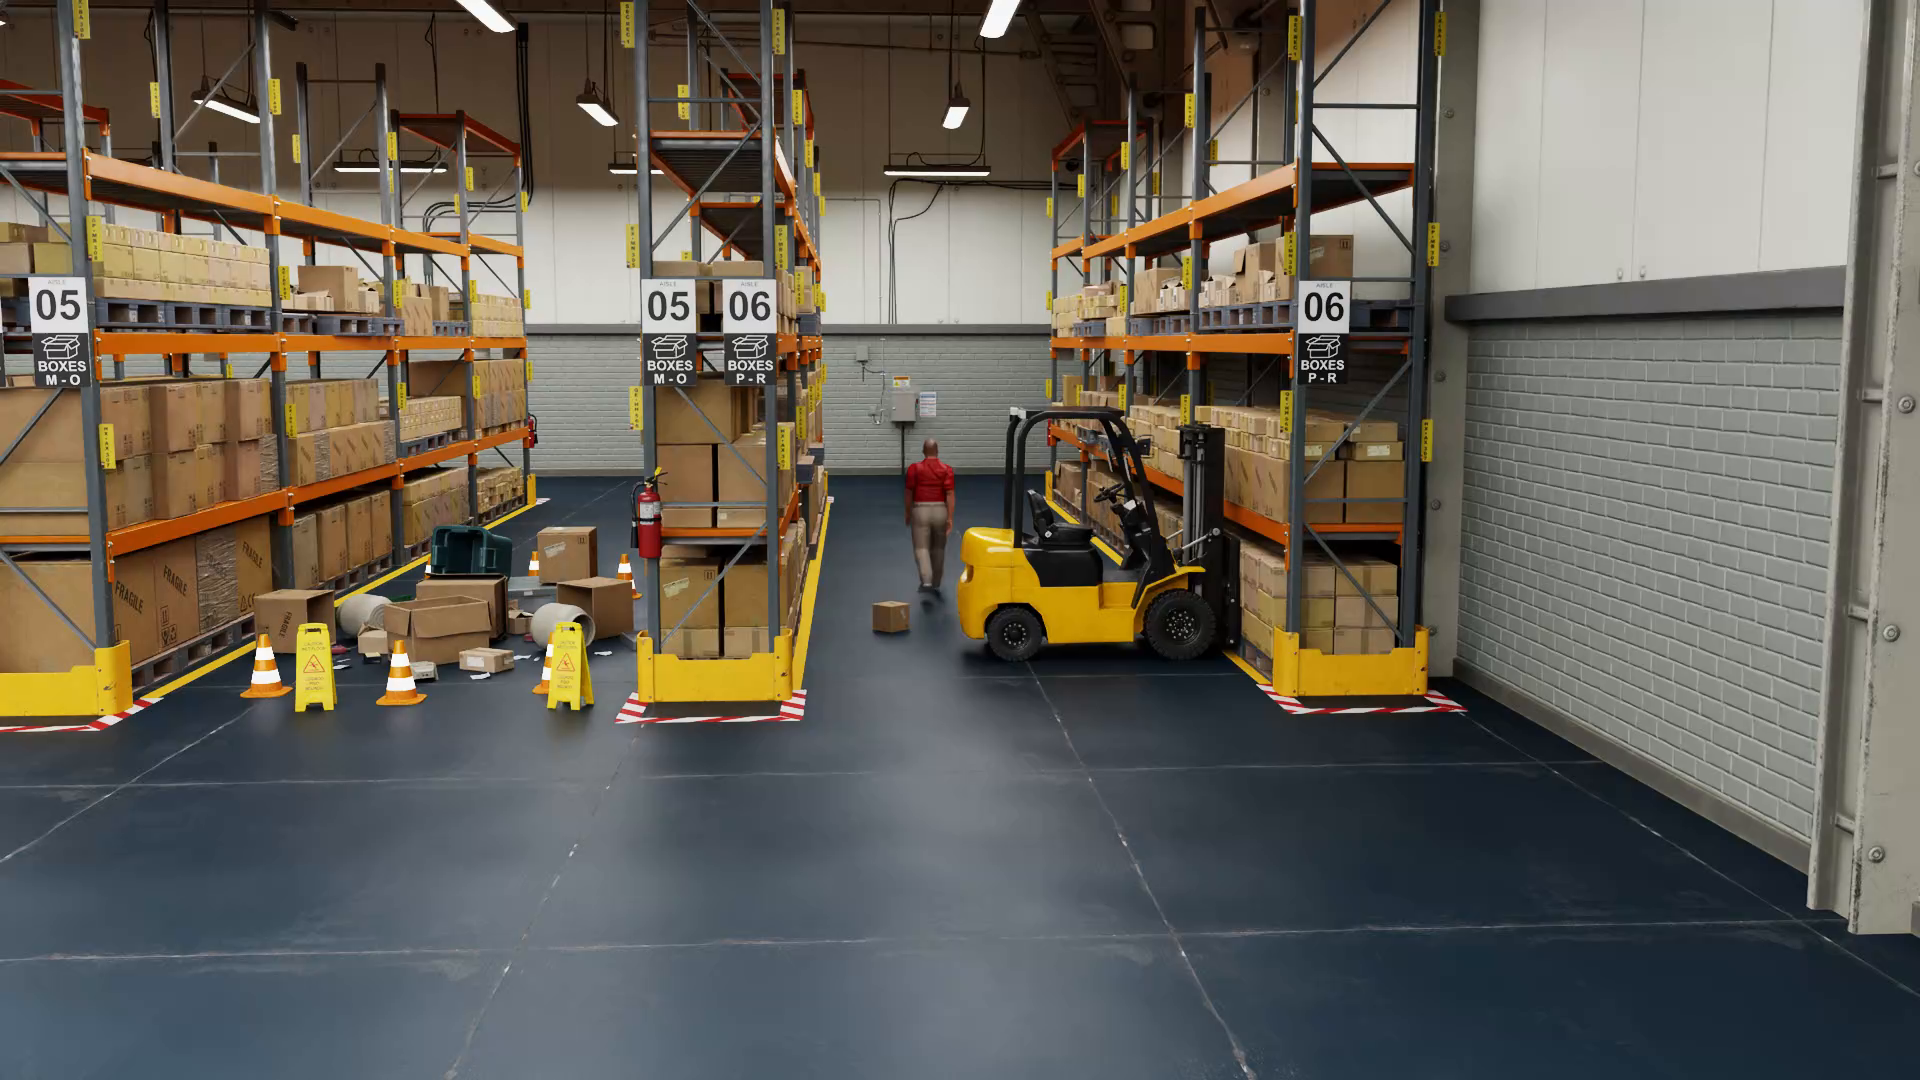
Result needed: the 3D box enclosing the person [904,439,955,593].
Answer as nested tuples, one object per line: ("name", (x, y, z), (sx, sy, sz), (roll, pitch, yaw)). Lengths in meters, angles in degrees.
("person", (-0.333, -0.255, 17.935), (0.532, 1.674, 1.030), (-1, 7, -9))
